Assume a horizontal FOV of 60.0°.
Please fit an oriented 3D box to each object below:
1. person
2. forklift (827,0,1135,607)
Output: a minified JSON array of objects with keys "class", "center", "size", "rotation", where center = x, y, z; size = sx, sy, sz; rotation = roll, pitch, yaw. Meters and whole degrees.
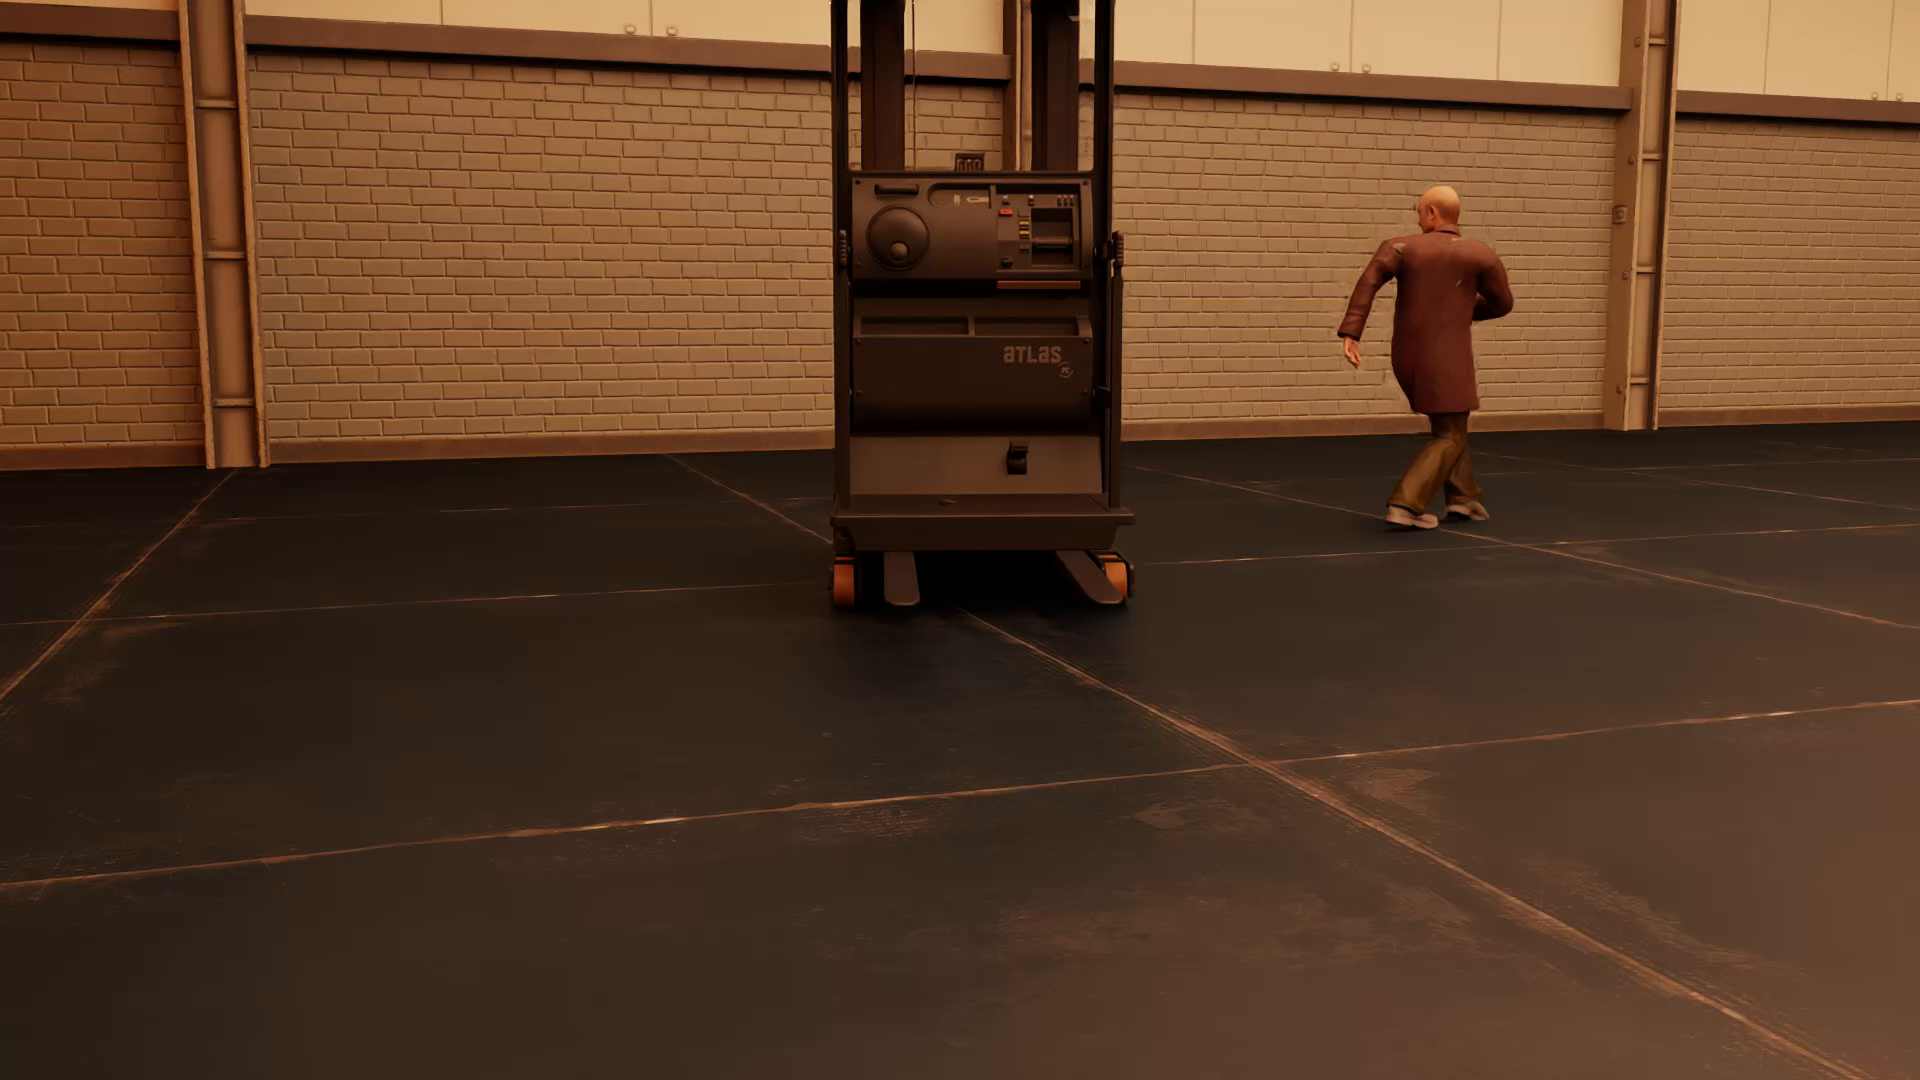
[{"class":"person","center":[2.403,-0.898,8.364],"size":[1.009,1.731,0.613],"rotation":[-7,10,-42]},{"class":"forklift","center":[0.061,-1.248,6.220],"size":[1.130,2.935,3.031],"rotation":[0,8,-3]}]
